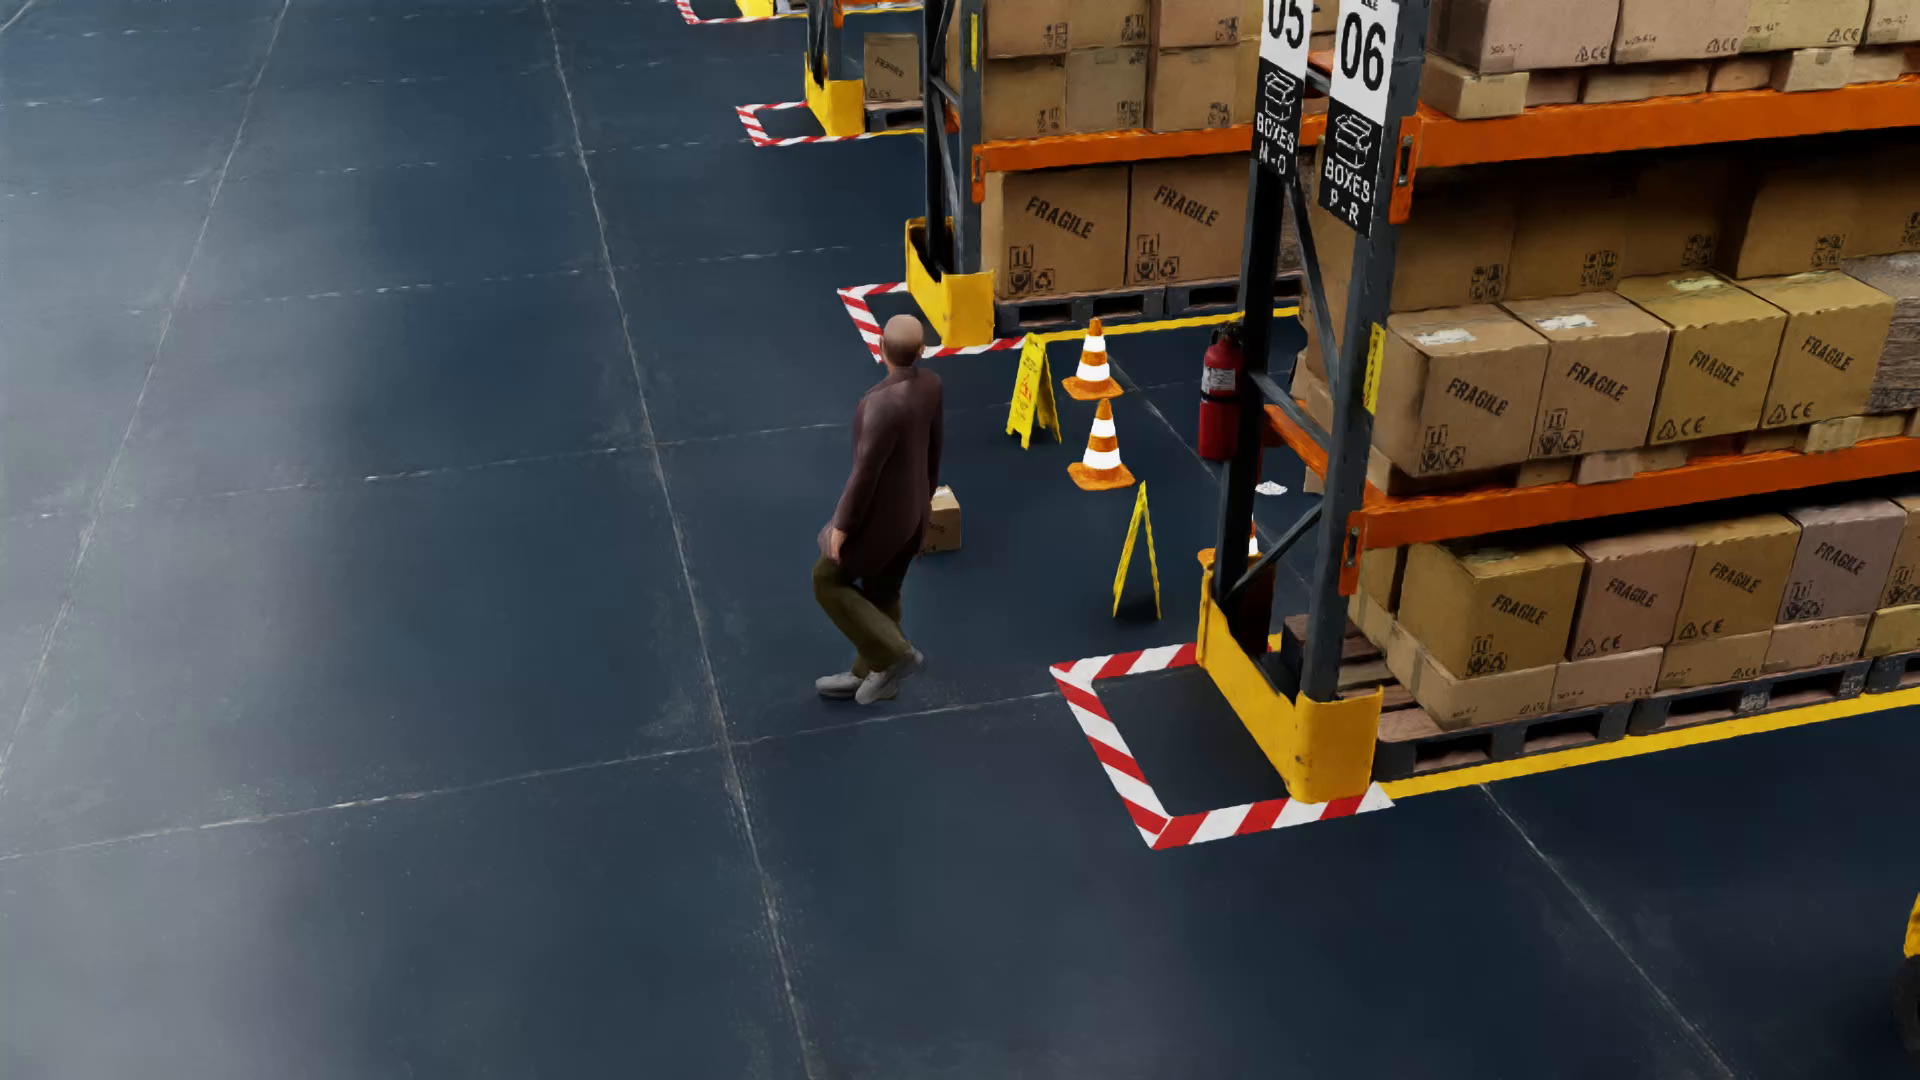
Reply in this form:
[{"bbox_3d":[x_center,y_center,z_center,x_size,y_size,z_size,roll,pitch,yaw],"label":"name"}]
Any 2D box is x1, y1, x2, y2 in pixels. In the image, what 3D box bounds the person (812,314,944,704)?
[{"bbox_3d":[-0.336,-0.116,7.182,0.547,1.764,0.682,11,32,19],"label":"person"}]
